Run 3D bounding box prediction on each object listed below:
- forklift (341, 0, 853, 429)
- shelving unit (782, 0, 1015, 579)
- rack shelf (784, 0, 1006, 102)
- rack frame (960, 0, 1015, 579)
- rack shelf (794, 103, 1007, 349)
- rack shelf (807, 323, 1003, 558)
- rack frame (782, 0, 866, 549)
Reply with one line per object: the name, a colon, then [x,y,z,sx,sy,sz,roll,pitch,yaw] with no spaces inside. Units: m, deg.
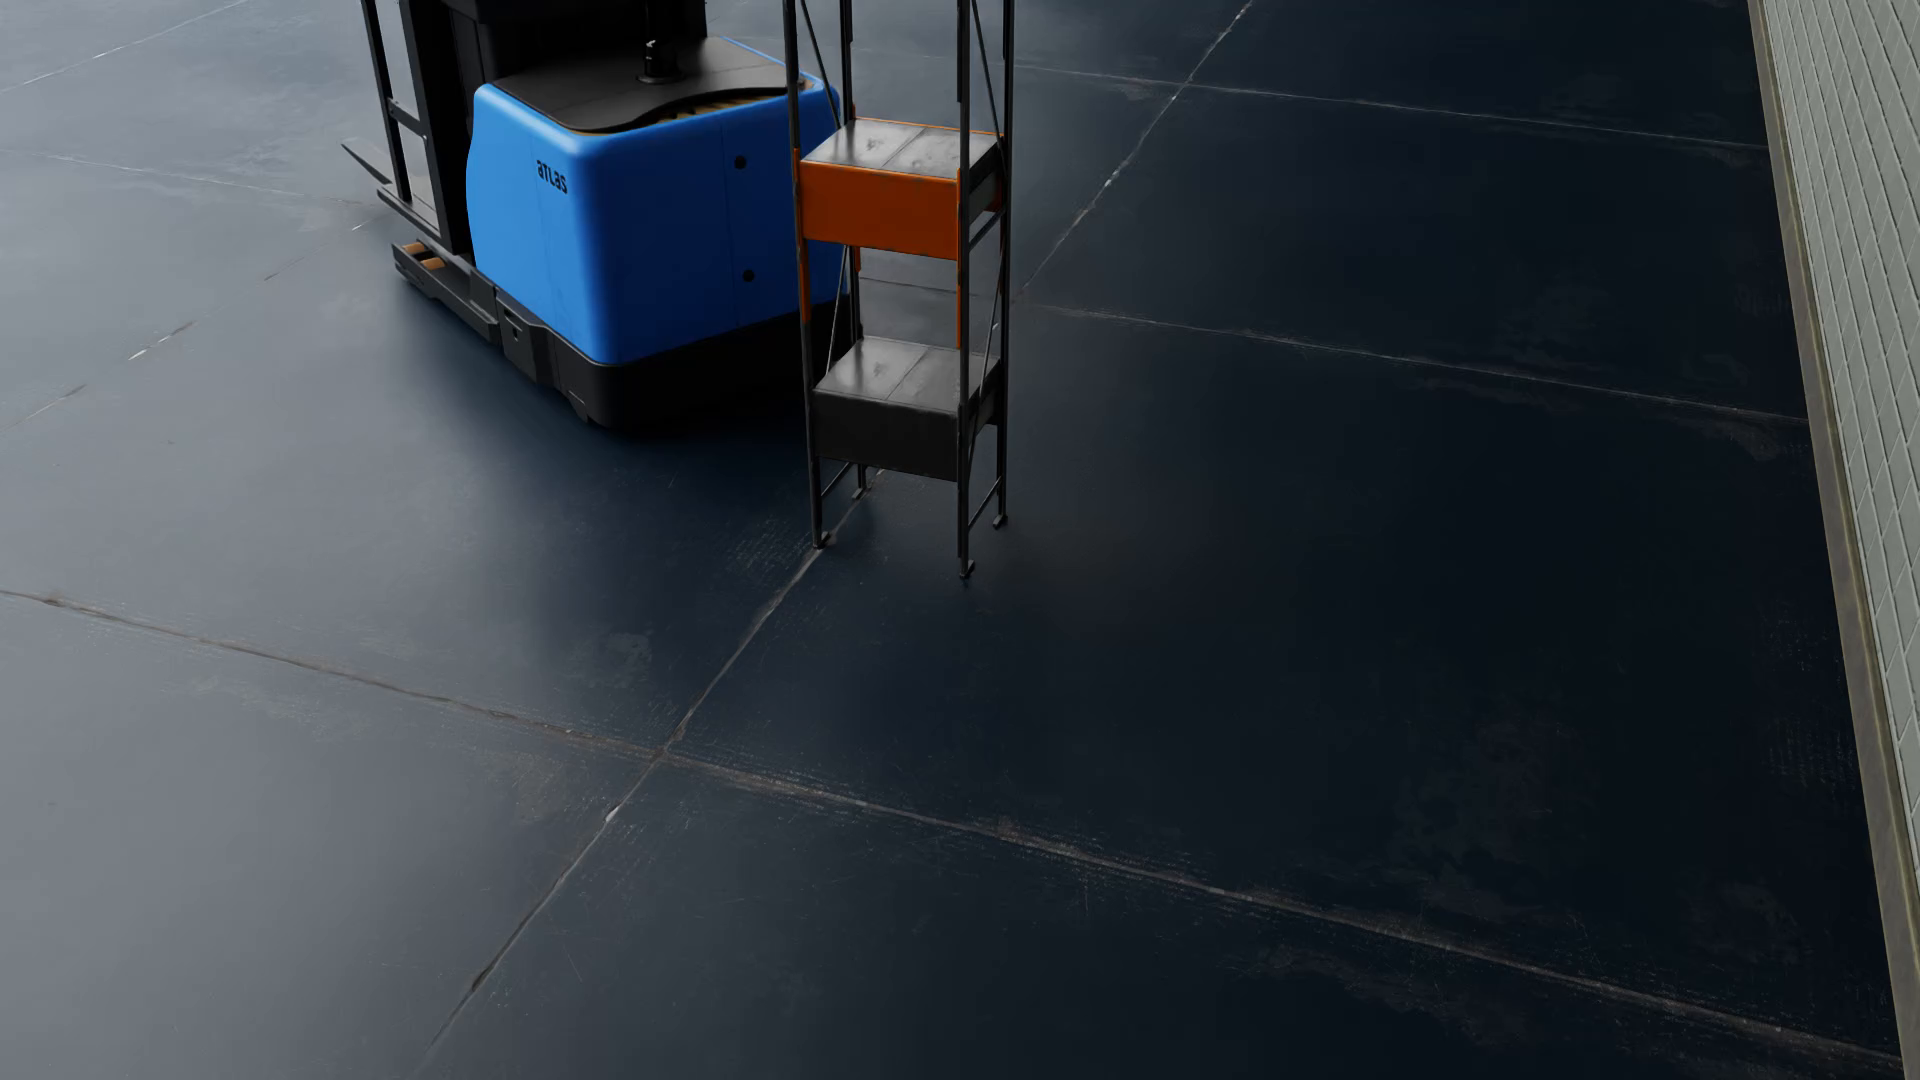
forklift: [-1.687,-2.355,6.196,1.130,2.935,3.031,-22,39,-31]
shelving unit: [-0.156,-0.912,4.727,0.503,2.100,0.431,11,34,16]
rack shelf: [-0.156,-1.489,4.355,0.480,0.518,0.431,11,34,16]
rack frame: [0.074,-0.868,4.658,0.015,2.100,0.400,11,34,16]
rack shelf: [-0.156,-0.901,4.735,0.480,0.518,0.431,11,34,16]
rack shelf: [-0.156,-0.313,5.114,0.480,0.518,0.431,11,34,16]
rack frame: [-0.386,-0.957,4.797,0.015,2.100,0.400,11,34,16]
